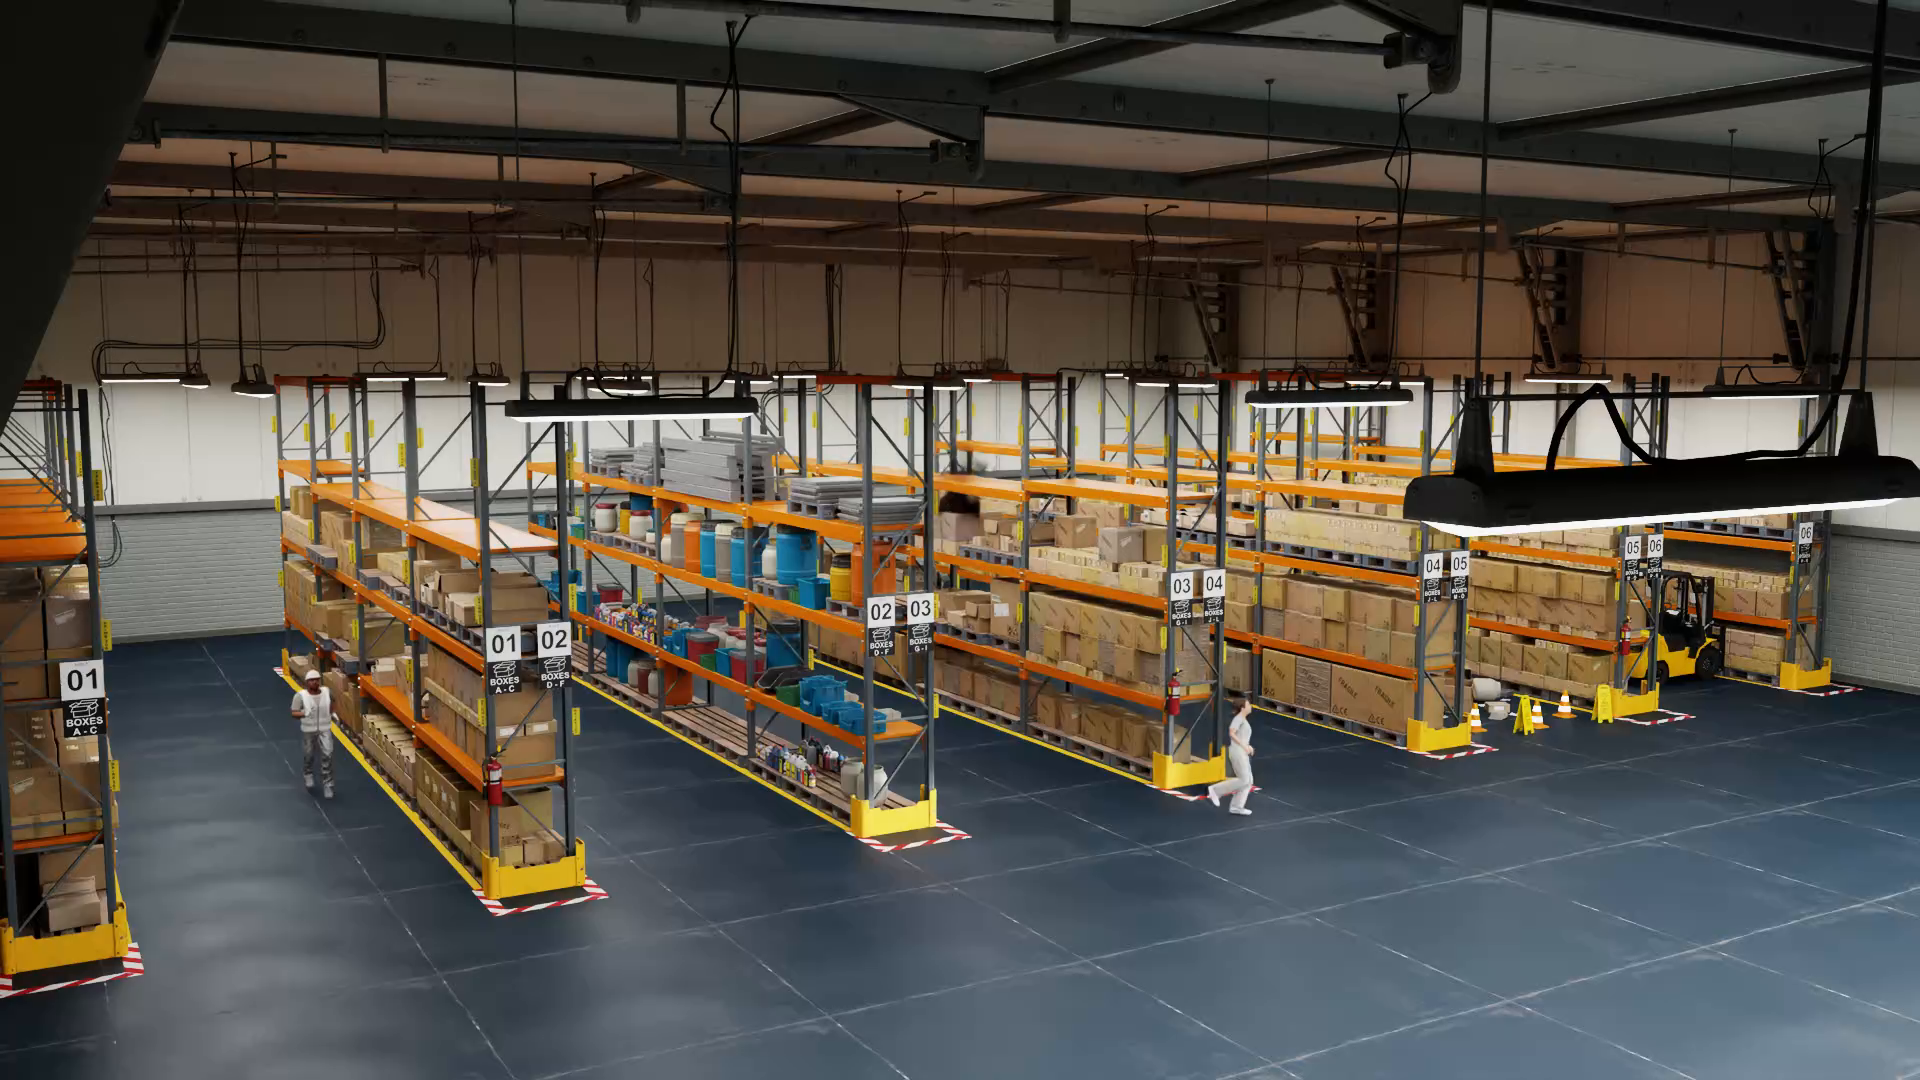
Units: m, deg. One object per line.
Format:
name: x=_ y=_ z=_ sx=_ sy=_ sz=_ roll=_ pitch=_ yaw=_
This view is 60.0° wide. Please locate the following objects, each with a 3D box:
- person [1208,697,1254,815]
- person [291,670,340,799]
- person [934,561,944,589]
person: x=3.826 y=2.999 z=23.341 sx=0.607 sy=1.584 sz=0.626 roll=2 pitch=6 yaw=16
person: x=-9.350 y=2.785 z=24.146 sx=0.672 sy=1.814 sz=0.903 roll=-4 pitch=7 yaw=-30
person: x=-0.677 y=1.306 z=38.311 sx=0.683 sy=1.712 sz=0.843 roll=-3 pitch=7 yaw=-28
